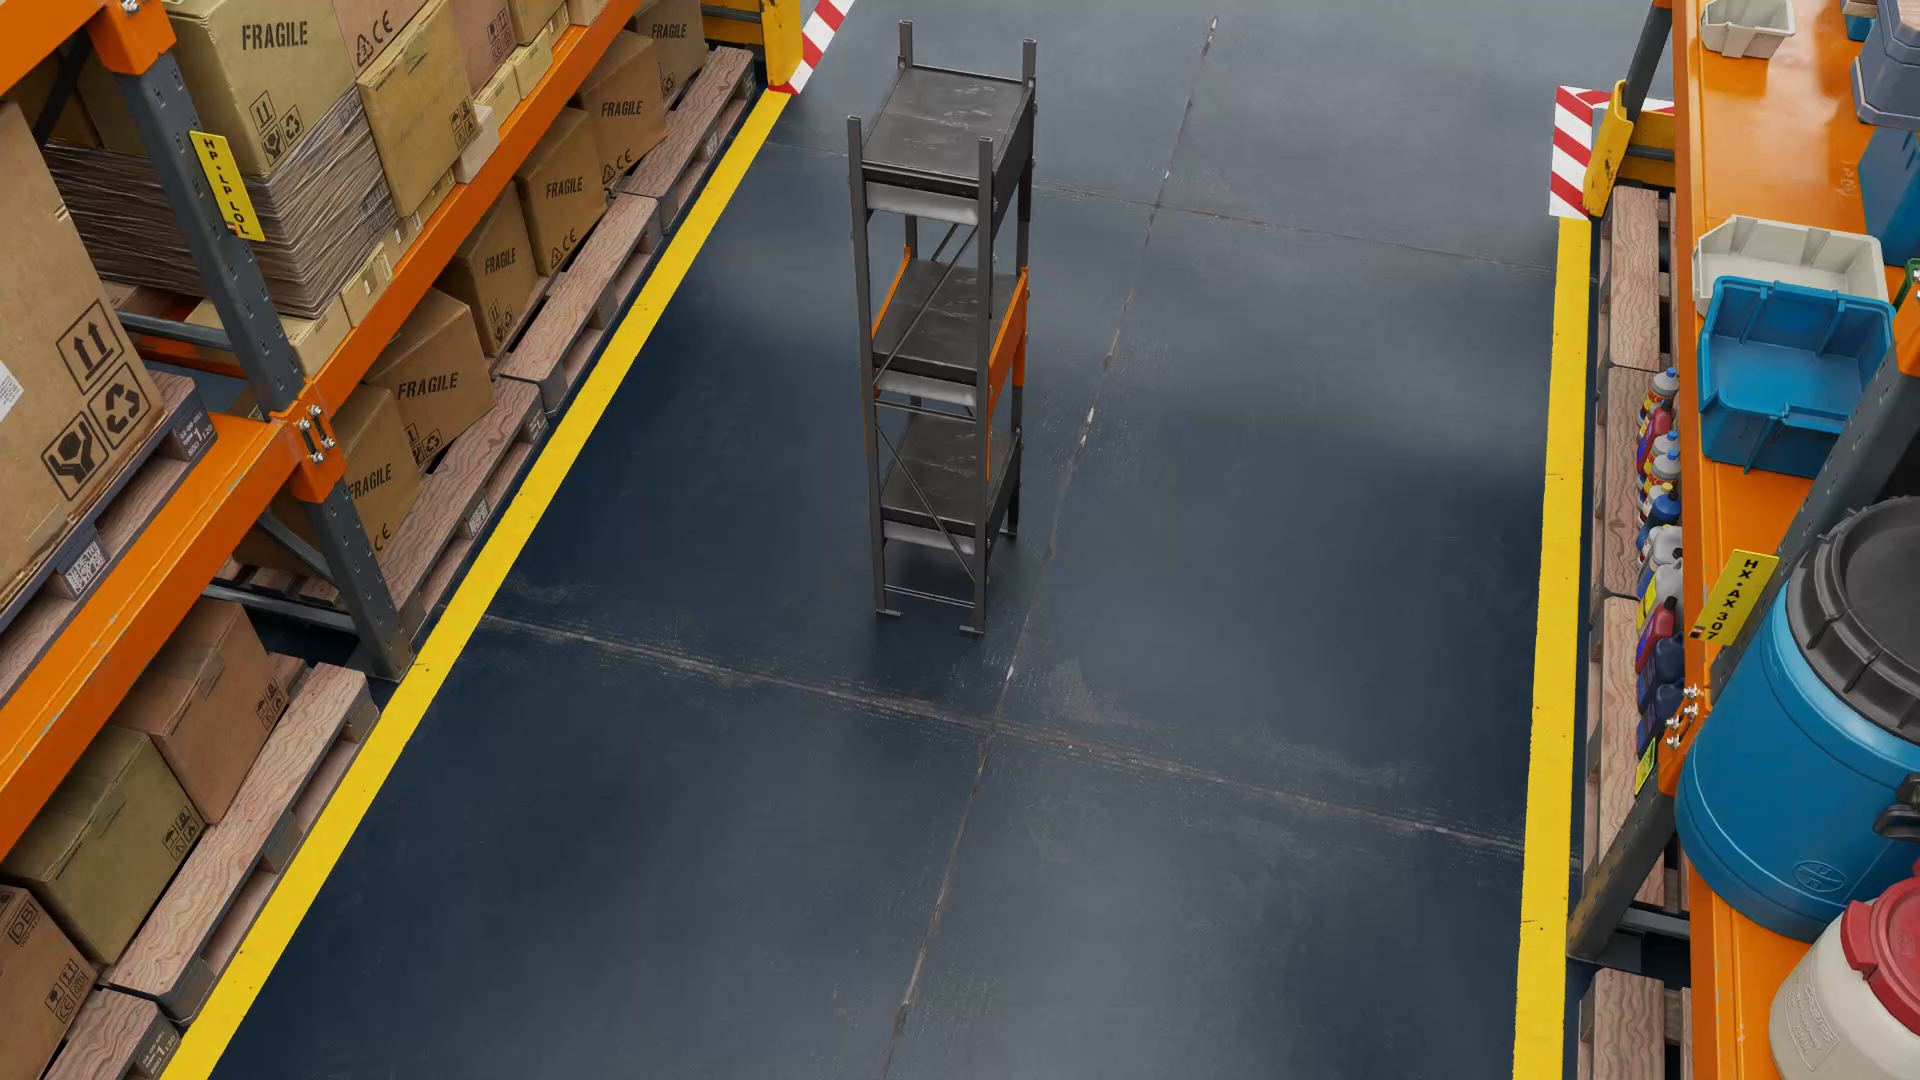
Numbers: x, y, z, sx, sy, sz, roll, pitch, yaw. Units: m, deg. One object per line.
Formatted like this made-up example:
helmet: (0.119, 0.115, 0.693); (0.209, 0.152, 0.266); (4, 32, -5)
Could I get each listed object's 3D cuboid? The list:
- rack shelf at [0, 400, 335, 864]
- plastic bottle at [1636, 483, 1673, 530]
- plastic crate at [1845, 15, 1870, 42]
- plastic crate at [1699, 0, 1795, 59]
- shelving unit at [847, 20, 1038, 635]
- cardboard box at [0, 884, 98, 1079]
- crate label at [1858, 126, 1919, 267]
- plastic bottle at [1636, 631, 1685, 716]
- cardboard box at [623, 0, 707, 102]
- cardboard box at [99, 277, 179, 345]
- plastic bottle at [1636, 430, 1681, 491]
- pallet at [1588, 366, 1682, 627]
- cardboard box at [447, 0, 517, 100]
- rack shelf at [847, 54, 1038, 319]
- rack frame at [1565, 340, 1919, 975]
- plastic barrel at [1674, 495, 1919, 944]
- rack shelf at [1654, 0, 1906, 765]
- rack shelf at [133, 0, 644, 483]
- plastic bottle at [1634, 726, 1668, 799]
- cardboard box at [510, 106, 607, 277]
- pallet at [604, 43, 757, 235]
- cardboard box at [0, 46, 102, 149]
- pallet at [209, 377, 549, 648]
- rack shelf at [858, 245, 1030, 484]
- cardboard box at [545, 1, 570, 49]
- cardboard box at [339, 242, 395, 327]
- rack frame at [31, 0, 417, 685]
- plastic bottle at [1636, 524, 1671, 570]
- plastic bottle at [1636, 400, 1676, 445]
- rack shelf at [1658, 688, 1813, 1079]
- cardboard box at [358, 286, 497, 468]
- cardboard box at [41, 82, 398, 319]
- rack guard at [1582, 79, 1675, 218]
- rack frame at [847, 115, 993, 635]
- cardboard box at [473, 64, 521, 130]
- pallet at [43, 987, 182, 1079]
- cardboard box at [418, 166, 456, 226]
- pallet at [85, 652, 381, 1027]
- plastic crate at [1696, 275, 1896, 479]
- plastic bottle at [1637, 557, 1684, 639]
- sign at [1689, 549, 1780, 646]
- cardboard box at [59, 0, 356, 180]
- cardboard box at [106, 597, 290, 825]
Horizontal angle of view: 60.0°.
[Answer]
rack shelf: (-2.945, 1.055, 3.798); (1.077, 0.370, 4.000); (12, 50, 10)
plastic bottle: (2.492, -0.123, 5.931); (0.097, 0.201, 0.097); (0, 49, 0)
plastic crate: (3.569, -2.075, 6.180); (0.499, 0.251, 0.616); (12, 50, 10)
plastic crate: (2.866, -1.875, 6.080); (0.298, 0.136, 0.250); (12, 50, 10)
shelving unit: (-0.044, -0.575, 5.357); (0.431, 2.100, 0.503); (12, 50, 10)
cardboard box: (-2.892, 1.238, 4.531); (0.700, 0.500, 0.500); (8, 49, 7)
crate label: (3.189, -1.173, 5.261); (0.502, 0.435, 0.616); (12, 50, 10)
plastic bottle: (2.301, 0.417, 5.355); (0.144, 0.351, 0.185); (9, 49, 8)
cardboard box: (-1.547, -2.387, 7.743); (0.500, 0.500, 0.500); (20, 52, 17)
cardboard box: (-2.646, -0.760, 5.088); (0.380, 0.149, 0.250); (12, 50, 10)
plastic bottle: (2.544, -0.291, 6.032); (0.097, 0.271, 0.097); (0, 49, 0)
pallet: (2.896, -0.093, 6.191); (1.003, 0.211, 1.213); (12, 50, 10)
cardboard box: (-2.041, -1.811, 5.583); (0.875, 0.500, 0.500); (12, 50, 10)
rack shelf: (-0.044, -1.029, 4.842); (0.431, 0.518, 0.480); (12, 50, 10)
rack frame: (2.360, 0.348, 3.943); (1.000, 3.000, 0.127); (12, 50, 10)
plastic barrel: (1.966, 0.401, 3.561); (0.600, 0.901, 0.708); (12, 50, 10)
rack shelf: (2.886, -0.861, 5.489); (1.077, 0.370, 4.000); (12, 50, 10)
rack shelf: (-1.892, -1.838, 6.352); (1.077, 0.370, 4.000); (12, 50, 10)
plastic bottle: (2.168, 0.688, 5.161); (0.061, 0.283, 0.133); (14, 50, 12)
cardboard box: (-1.854, -1.498, 6.959); (0.500, 0.500, 0.500); (16, 50, 14)
pallet: (-1.634, -1.965, 7.843); (1.003, 0.211, 1.213); (12, 50, 10)
cardboard box: (-2.566, -1.472, 4.617); (0.500, 0.500, 0.500); (12, 50, 10)
pallet: (-2.276, -0.200, 6.286); (1.003, 0.211, 1.213); (12, 50, 10)
rack shelf: (-0.044, -0.566, 5.367); (0.431, 0.518, 0.480); (12, 50, 10)
cardboard box: (-1.668, -1.920, 6.112); (0.380, 0.149, 0.250); (12, 50, 10)
cardboard box: (-1.994, -0.821, 5.142); (0.380, 0.149, 0.250); (12, 50, 10)
rack frame: (-2.419, -0.630, 4.805); (1.000, 3.000, 0.127); (12, 50, 10)
plastic bottle: (2.438, 0.025, 5.800); (0.097, 0.201, 0.097); (0, 49, 0)
plastic bottle: (2.607, -0.441, 6.211); (0.097, 0.201, 0.097); (0, 49, 0)
rack shelf: (1.833, 2.032, 2.936); (1.077, 0.370, 4.000); (12, 50, 10)
cardboard box: (-2.132, -0.639, 6.200); (0.500, 0.500, 0.500); (27, 54, 22)
cardboard box: (-2.241, -1.075, 4.933); (0.875, 0.500, 0.500); (12, 50, 10)
rack guard: (3.438, -1.654, 7.377); (1.175, 0.500, 0.348); (12, 50, 10)
rack frame: (-0.108, -0.399, 5.201); (0.400, 2.100, 0.015); (12, 50, 10)
cardboard box: (-1.767, -1.552, 5.787); (0.380, 0.149, 0.250); (12, 50, 10)
pallet: (-2.941, 1.742, 4.572); (1.003, 0.211, 1.213); (12, 50, 10)
cardboard box: (-1.898, -1.190, 5.467); (0.380, 0.149, 0.250); (12, 50, 10)
pallet: (-2.622, 0.856, 5.353); (1.003, 0.211, 1.213); (12, 50, 10)
plastic crate: (2.389, -0.457, 4.752); (0.499, 0.251, 0.616); (12, 50, 10)
plastic bottle: (2.386, 0.183, 5.561); (0.144, 0.351, 0.185); (11, 50, 10)
sign: (1.832, 0.139, 3.942); (0.100, 0.325, 0.005); (12, 50, 10)
cardboard box: (-2.055, -1.368, 4.524); (0.500, 0.500, 0.500); (12, 50, 10)
cardboard box: (-2.601, 0.492, 5.189); (0.700, 0.500, 0.500); (8, 49, 7)
